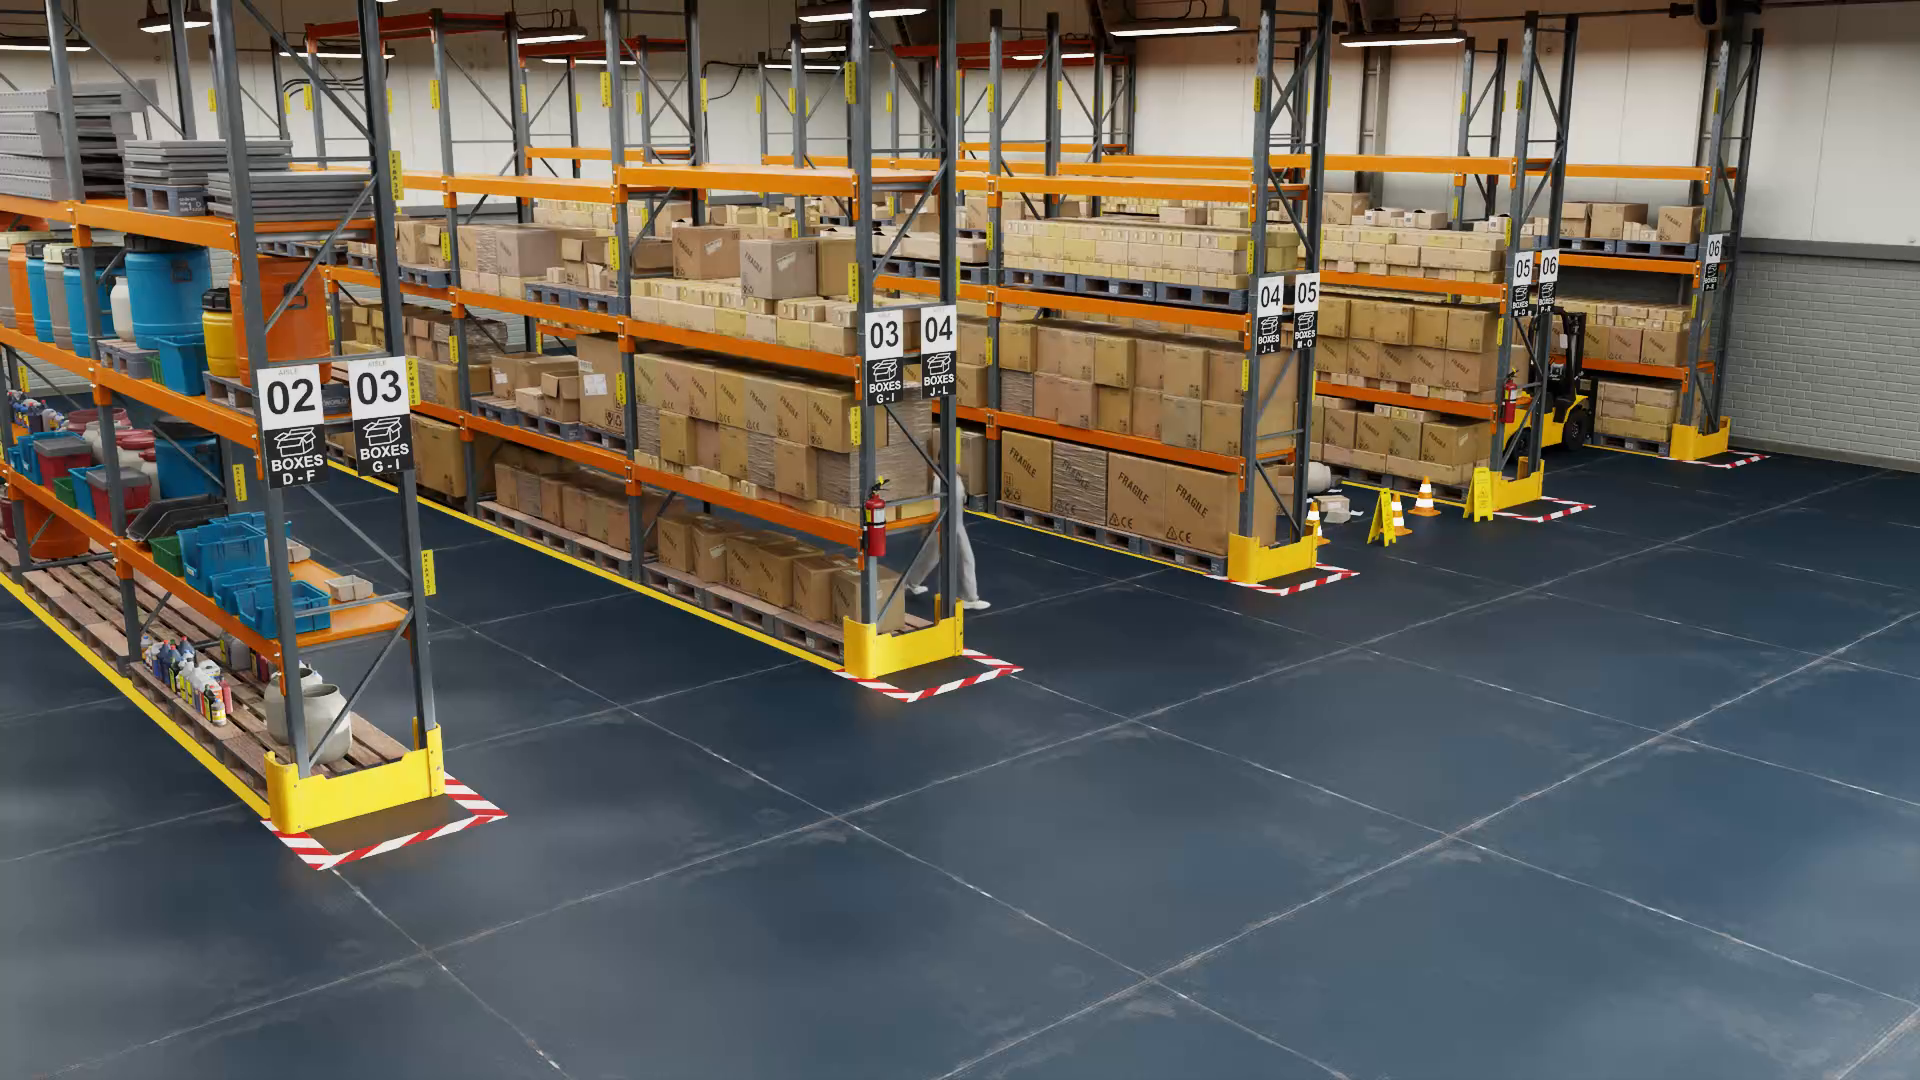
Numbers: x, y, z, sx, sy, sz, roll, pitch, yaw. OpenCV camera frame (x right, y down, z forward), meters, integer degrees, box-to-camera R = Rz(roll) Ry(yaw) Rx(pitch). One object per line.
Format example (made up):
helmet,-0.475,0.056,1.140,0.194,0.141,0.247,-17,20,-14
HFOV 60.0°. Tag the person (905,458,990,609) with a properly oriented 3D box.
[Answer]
person,-0.160,-0.135,16.578,1.032,1.624,0.458,11,18,38
